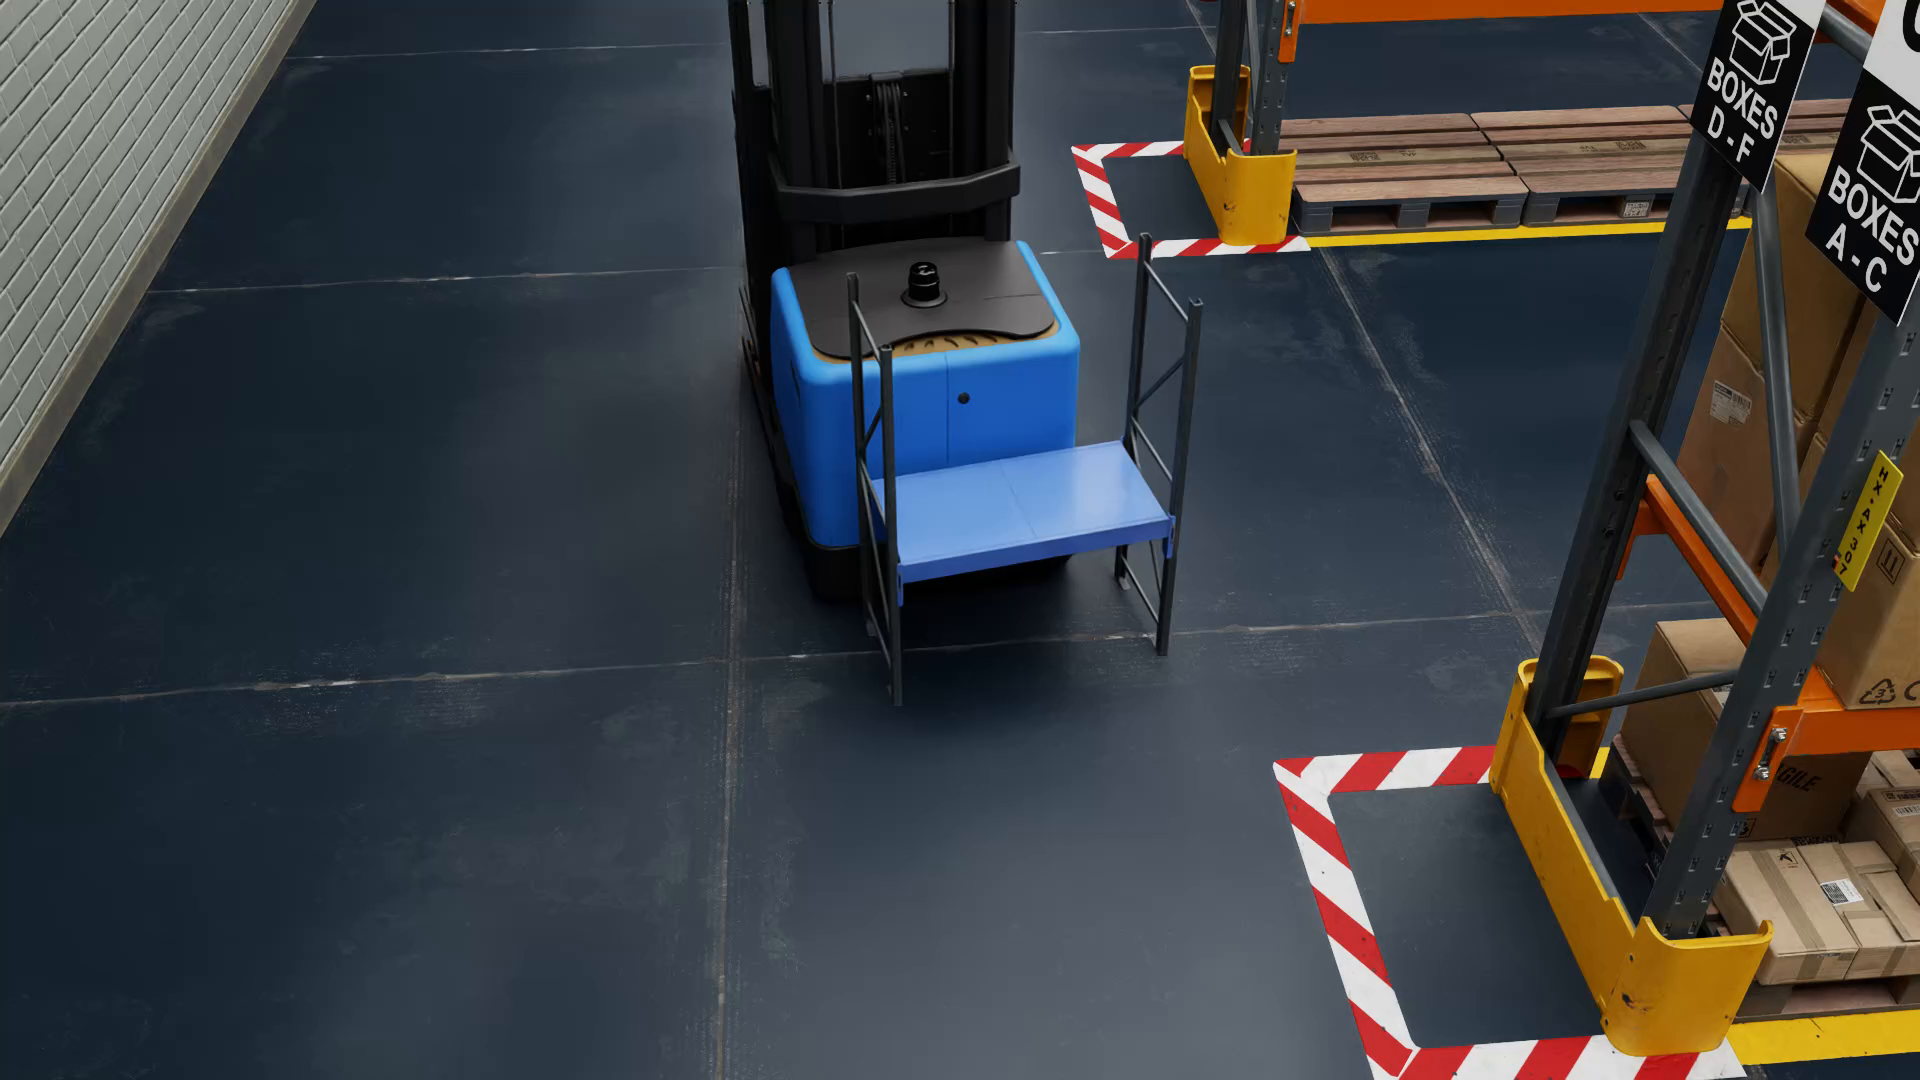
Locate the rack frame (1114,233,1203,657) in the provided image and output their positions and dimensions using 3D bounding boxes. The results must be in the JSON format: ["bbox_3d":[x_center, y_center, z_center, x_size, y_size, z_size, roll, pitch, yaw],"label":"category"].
[{"bbox_3d":[0.691,-0.305,5.926,0.032,1.500,0.500,-10,39,-12],"label":"rack frame"}]

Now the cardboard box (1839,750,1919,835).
[{"bbox_3d":[2.886,0.756,5.302,0.250,0.166,0.380,-3,38,-4],"label":"cardboard box"}]

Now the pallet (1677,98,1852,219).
[{"bbox_3d":[4.775,-2.152,9.307,1.213,0.211,1.003,-3,38,-4],"label":"pallet"}]

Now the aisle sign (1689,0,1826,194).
[{"bbox_3d":[1.860,-1.241,3.802,0.004,0.787,0.394,-3,38,-4],"label":"aisle sign"}]

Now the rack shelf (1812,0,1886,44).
[{"bbox_3d":[3.947,-1.040,3.806,4.000,0.370,1.077,-3,38,-4],"label":"rack shelf"}]

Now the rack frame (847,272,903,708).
[{"bbox_3d":[-0.288,-0.136,5.712,0.032,1.500,0.500,-10,39,-12],"label":"rack frame"}]

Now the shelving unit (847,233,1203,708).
[{"bbox_3d":[0.201,-0.221,5.819,1.048,1.500,0.538,-10,39,-12],"label":"shelving unit"}]

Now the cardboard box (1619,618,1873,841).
[{"bbox_3d":[2.475,0.592,5.241,0.500,0.500,0.500,-3,38,-4],"label":"cardboard box"}]

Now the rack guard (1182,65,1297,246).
[{"bbox_3d":[1.497,-2.101,9.009,0.348,0.500,1.175,-3,38,-4],"label":"rack guard"}]

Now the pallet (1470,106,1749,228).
[{"bbox_3d":[3.557,-2.083,9.220,1.213,0.211,1.003,-3,38,-4],"label":"pallet"}]

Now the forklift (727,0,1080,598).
[{"bbox_3d":[-0.385,-1.844,6.721,1.130,2.935,3.031,-8,39,-10],"label":"forklift"}]

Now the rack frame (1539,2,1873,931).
[{"bbox_3d":[1.955,-0.033,4.370,0.053,2.616,0.949,-3,38,-4],"label":"rack frame"}]

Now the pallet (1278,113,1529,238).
[{"bbox_3d":[2.345,-2.018,9.137,1.213,0.211,1.003,-3,38,-4],"label":"pallet"}]

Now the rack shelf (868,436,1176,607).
[{"bbox_3d":[0.201,-0.080,5.930,1.000,0.185,0.538,-10,39,-12],"label":"rack shelf"}]

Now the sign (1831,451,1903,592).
[{"bbox_3d":[2.003,-0.040,3.680,0.005,0.325,0.100,-3,38,-4],"label":"sign"}]

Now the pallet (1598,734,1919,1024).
[{"bbox_3d":[2.825,1.011,5.298,1.213,0.211,1.003,-3,38,-4],"label":"pallet"}]

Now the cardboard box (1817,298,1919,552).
[{"bbox_3d":[2.421,-0.329,3.857,0.500,0.500,0.500,-2,38,-3],"label":"cardboard box"}]

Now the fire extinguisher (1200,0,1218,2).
[{"bbox_3d":[1.330,-3.187,8.731,0.183,0.674,0.296,-3,38,-4],"label":"fire extinguisher"}]

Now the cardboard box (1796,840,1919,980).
[{"bbox_3d":[2.652,1.080,4.892,0.250,0.166,0.380,-3,38,-4],"label":"cardboard box"}]

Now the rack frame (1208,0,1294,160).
[{"bbox_3d":[1.520,-3.092,8.247,0.127,3.000,1.000,-3,38,-4],"label":"rack frame"}]

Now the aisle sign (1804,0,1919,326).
[{"bbox_3d":[1.913,-0.871,3.333,0.004,0.787,0.394,-3,38,-4],"label":"aisle sign"}]

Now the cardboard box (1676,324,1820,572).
[{"bbox_3d":[2.377,-0.267,4.586,0.500,0.500,0.500,-2,38,-3],"label":"cardboard box"}]

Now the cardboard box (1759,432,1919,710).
[{"bbox_3d":[3.659,-0.170,4.463,3.026,0.500,1.079,-3,38,-3],"label":"cardboard box"}]

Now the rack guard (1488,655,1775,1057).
[{"bbox_3d":[2.031,0.942,5.152,0.348,0.500,1.175,-3,38,-4],"label":"rack guard"}]

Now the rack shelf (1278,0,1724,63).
[{"bbox_3d":[3.512,-2.919,8.608,4.000,0.370,1.077,-3,38,-4],"label":"rack shelf"}]

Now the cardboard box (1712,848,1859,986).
[{"bbox_3d":[2.403,1.100,4.880,0.250,0.149,0.380,-3,38,-4],"label":"cardboard box"}]
